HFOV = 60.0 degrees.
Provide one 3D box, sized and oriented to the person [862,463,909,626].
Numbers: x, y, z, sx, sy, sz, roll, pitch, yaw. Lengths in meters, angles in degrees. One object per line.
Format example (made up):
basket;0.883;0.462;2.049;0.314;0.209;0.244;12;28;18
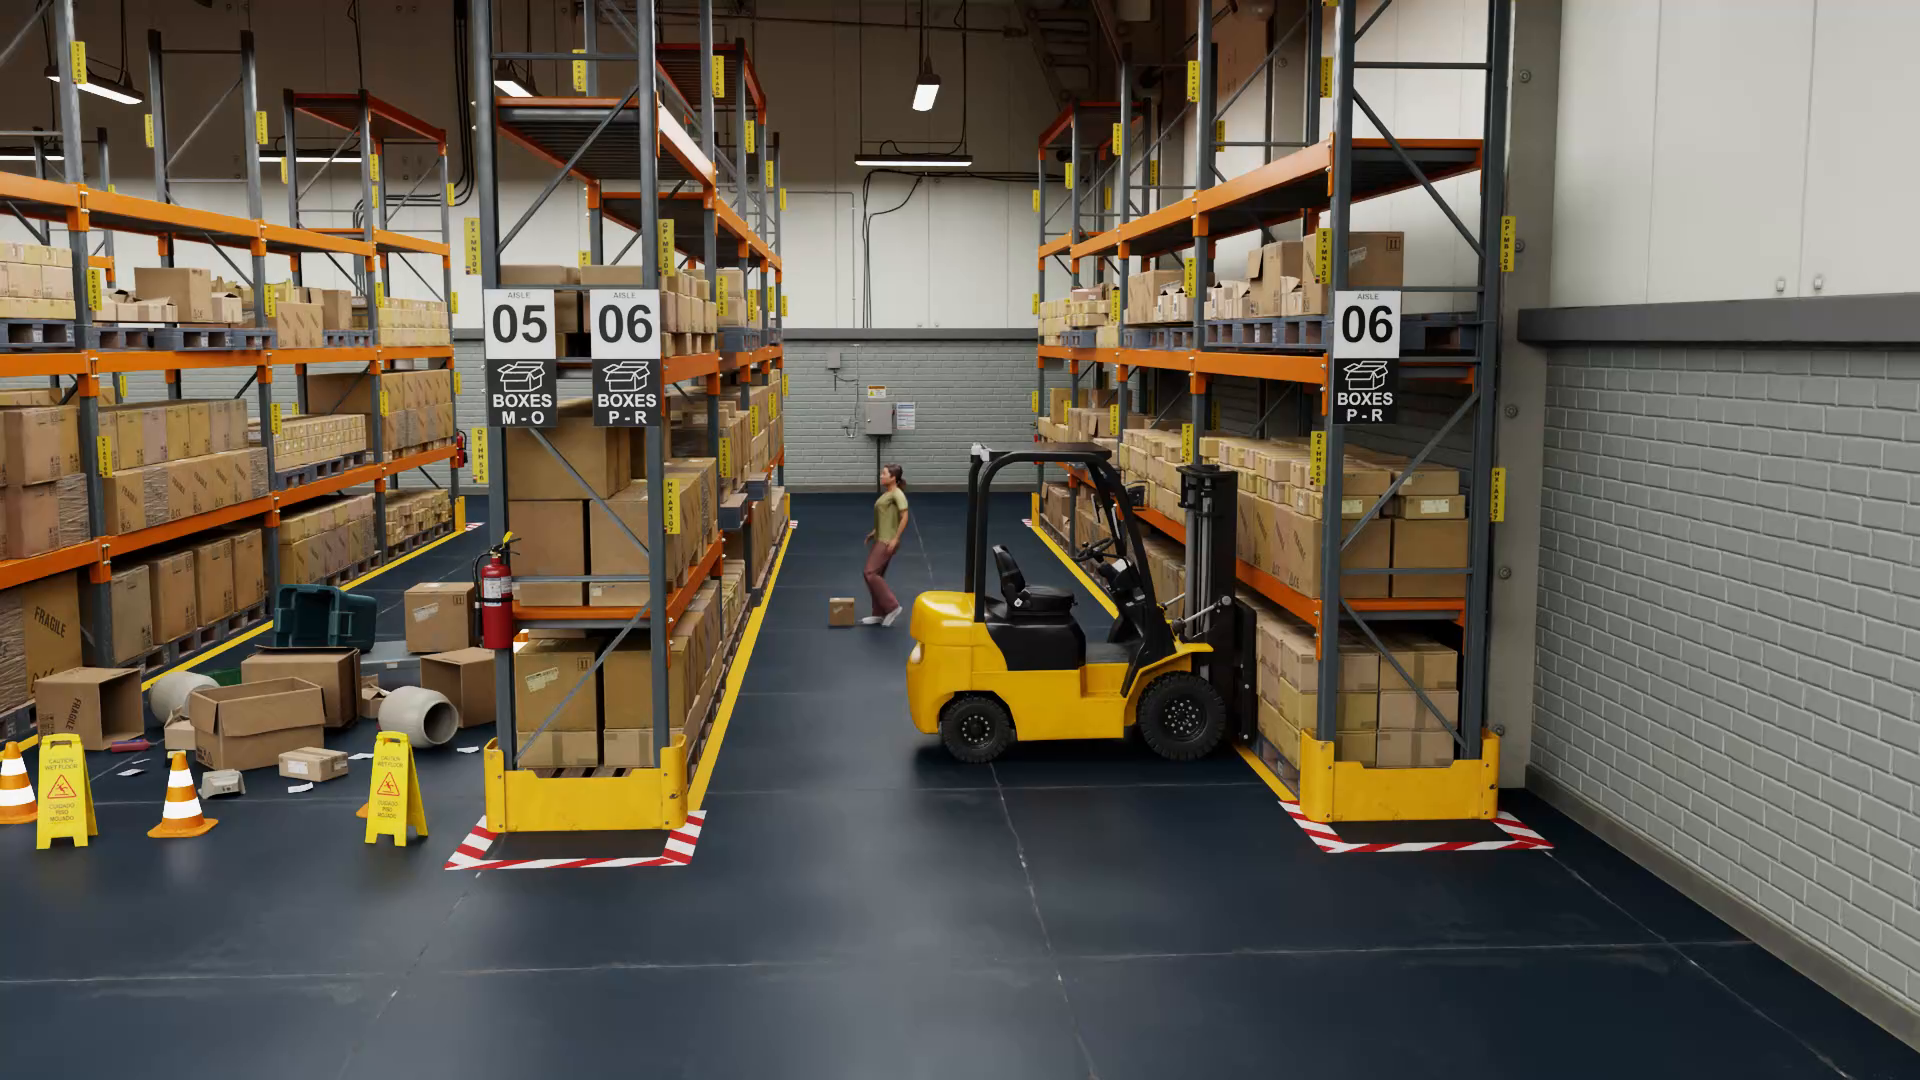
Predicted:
person;-0.770;0.058;17.015;0.484;1.695;0.555;-1;7;-12
